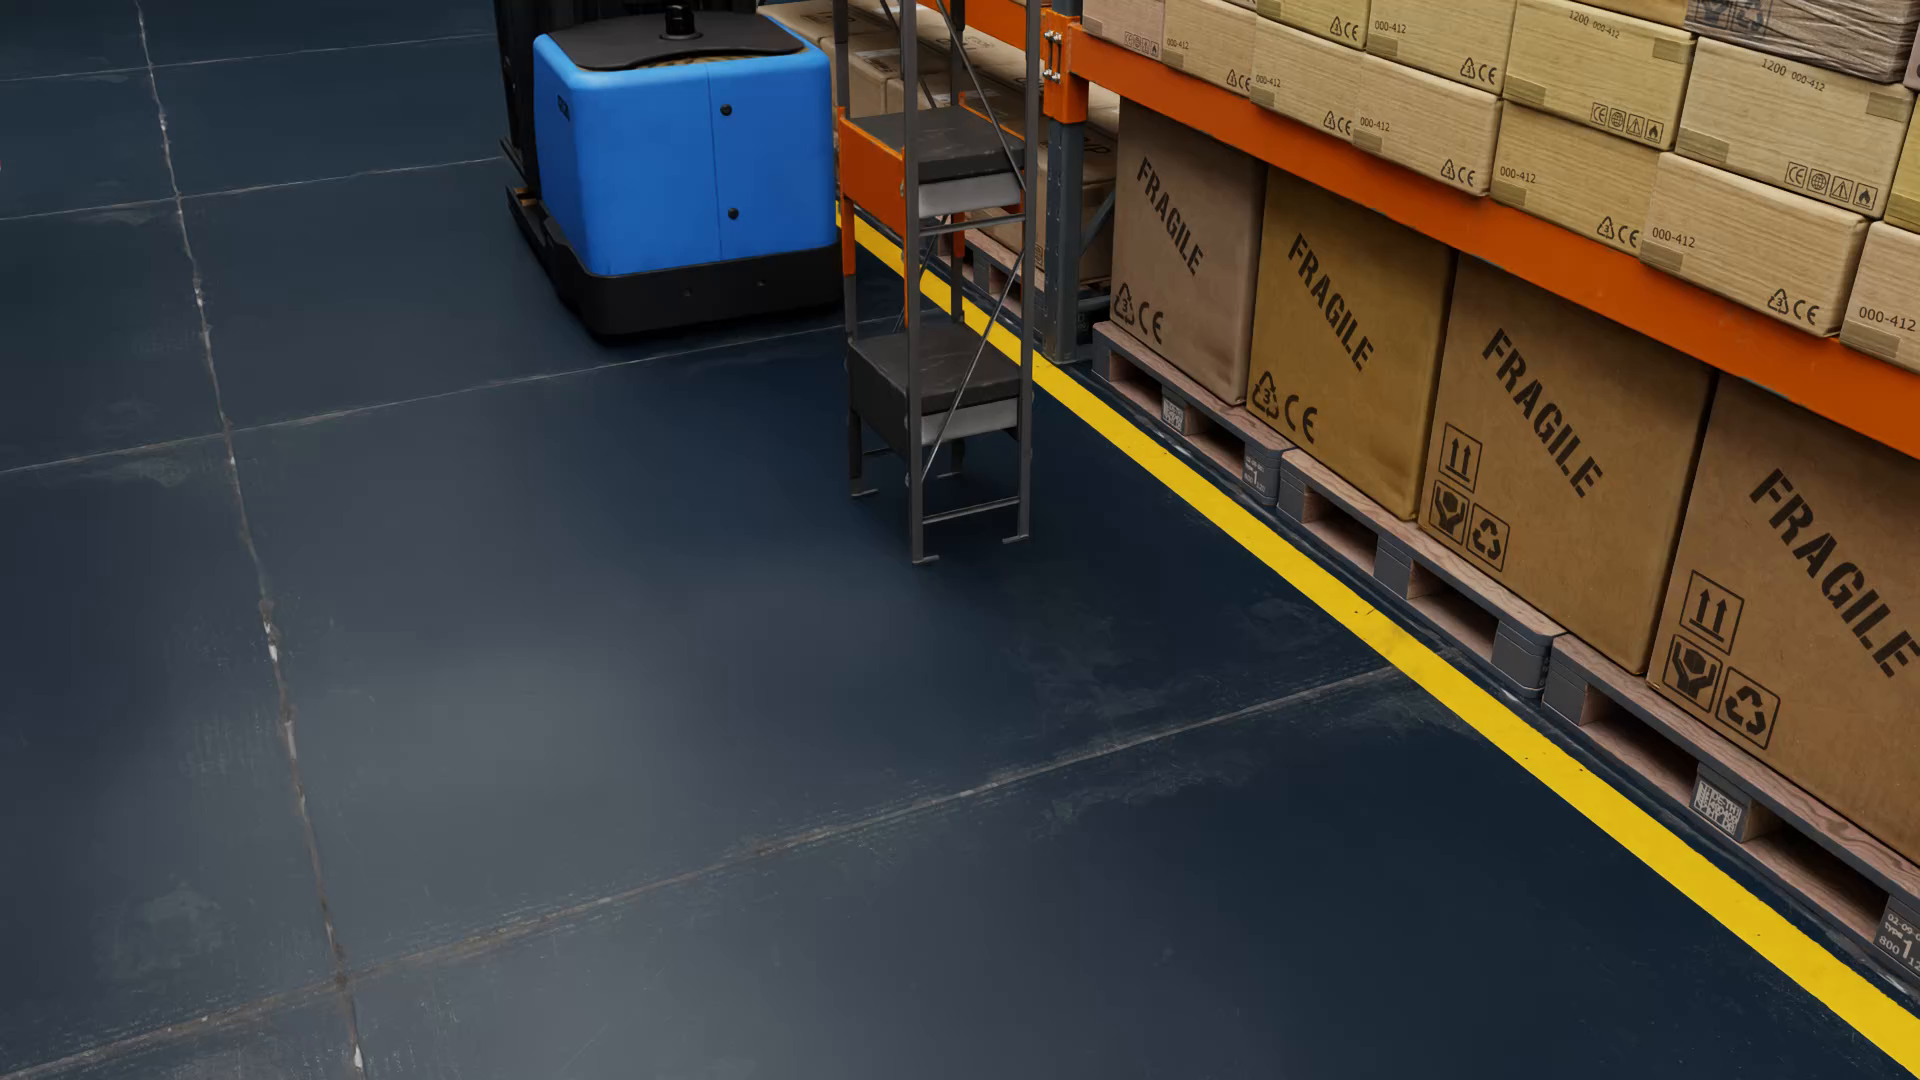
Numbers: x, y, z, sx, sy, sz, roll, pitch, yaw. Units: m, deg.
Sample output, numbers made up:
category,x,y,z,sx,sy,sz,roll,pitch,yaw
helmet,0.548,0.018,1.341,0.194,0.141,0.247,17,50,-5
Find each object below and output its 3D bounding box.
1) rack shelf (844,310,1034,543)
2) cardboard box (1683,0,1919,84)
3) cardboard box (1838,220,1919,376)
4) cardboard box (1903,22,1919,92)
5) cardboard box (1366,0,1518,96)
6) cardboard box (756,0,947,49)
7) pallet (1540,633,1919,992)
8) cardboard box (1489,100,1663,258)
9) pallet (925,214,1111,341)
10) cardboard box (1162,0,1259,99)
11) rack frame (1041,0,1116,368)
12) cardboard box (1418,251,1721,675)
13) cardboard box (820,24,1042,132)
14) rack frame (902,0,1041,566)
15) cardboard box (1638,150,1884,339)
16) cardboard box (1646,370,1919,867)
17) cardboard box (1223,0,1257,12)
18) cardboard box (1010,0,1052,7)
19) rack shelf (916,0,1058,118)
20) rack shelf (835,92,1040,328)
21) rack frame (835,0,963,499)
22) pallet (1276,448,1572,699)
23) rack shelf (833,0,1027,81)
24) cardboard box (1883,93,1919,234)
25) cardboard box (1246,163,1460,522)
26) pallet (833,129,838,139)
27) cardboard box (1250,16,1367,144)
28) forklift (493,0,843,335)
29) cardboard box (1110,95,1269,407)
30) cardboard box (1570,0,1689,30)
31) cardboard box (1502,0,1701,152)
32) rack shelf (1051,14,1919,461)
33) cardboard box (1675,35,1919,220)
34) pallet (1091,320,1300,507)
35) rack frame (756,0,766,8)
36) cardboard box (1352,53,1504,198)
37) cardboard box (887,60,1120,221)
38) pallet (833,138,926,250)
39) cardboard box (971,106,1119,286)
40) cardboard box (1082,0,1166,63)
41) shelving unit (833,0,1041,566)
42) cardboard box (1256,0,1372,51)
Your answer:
category,x,y,z,sx,sy,sz,roll,pitch,yaw
rack shelf,-0.071,-0.367,5.216,0.431,0.518,0.480,-13,32,-22
cardboard box,1.830,-1.219,3.232,0.500,0.500,0.500,-13,32,-21
cardboard box,2.065,-0.444,3.129,0.500,0.250,0.500,-14,32,-24
cardboard box,2.058,-0.994,2.831,0.500,0.500,0.500,-14,32,-23
cardboard box,1.394,-1.331,4.199,0.500,0.250,0.500,-14,32,-23
cardboard box,-0.545,-2.670,9.134,0.875,0.438,0.875,-14,32,-24
pallet,2.246,0.512,4.122,1.003,0.211,1.213,-13,32,-22
cardboard box,1.629,-0.892,3.928,0.500,0.250,0.500,-13,32,-22
pallet,0.543,-1.244,7.252,1.003,0.211,1.213,-13,32,-22
cardboard box,0.973,-1.564,5.126,0.500,0.250,0.500,-14,32,-23
rack frame,0.799,-2.108,5.942,1.000,3.000,0.127,-13,32,-22
cardboard box,1.916,-0.315,4.487,0.875,0.875,0.875,-13,32,-21
cardboard box,-0.144,-2.267,8.416,0.875,0.438,0.875,-12,32,-21
rack frame,0.034,-0.881,4.675,0.400,2.100,0.015,-13,32,-22
cardboard box,1.831,-0.667,3.525,0.500,0.250,0.500,-13,32,-21
cardboard box,2.295,0.080,3.783,0.875,0.875,0.875,-13,32,-22
cardboard box,0.982,-1.782,5.004,0.500,0.250,0.500,-13,32,-21
cardboard box,0.369,-2.302,6.187,0.500,0.500,0.500,-13,32,-22
rack shelf,-0.060,-2.677,7.693,1.077,0.370,4.000,-13,32,-22
rack shelf,-0.071,-0.977,4.874,0.431,0.518,0.480,-13,32,-22
rack frame,-0.176,-1.097,5.059,0.400,2.100,0.015,-13,32,-22
pallet,1.726,-0.027,5.082,1.003,0.211,1.213,-13,32,-22
rack shelf,-0.071,-1.588,4.531,0.431,0.518,0.480,-13,32,-22
cardboard box,2.079,-0.654,2.992,0.500,0.250,0.500,-13,32,-22
cardboard box,1.532,-0.710,5.192,0.875,0.875,0.875,-12,31,-21
pallet,-0.504,-2.321,9.174,1.003,0.211,1.213,-13,32,-22
cardboard box,1.179,-1.334,4.716,0.500,0.250,0.500,-13,32,-22
forklift,-1.523,-2.788,7.226,1.130,2.935,3.031,-12,31,-20
cardboard box,1.137,-1.107,5.900,0.875,0.875,0.875,-12,31,-20
cardboard box,1.623,-1.440,3.626,0.500,0.500,0.500,-13,32,-22
cardboard box,1.617,-1.101,3.790,0.500,0.250,0.500,-14,32,-23
rack shelf,1.658,-0.910,4.542,1.077,0.370,4.000,-13,32,-22
cardboard box,1.855,-0.880,3.394,0.500,0.250,0.500,-14,32,-23
pallet,1.198,-0.566,6.044,1.003,0.211,1.213,-13,32,-22
rack frame,-0.918,-3.875,9.093,1.000,3.000,0.127,-13,32,-22
cardboard box,1.385,-1.112,4.319,0.500,0.250,0.500,-14,32,-23
cardboard box,0.242,-1.868,7.705,0.875,0.438,0.875,-14,32,-23
pallet,0.016,-1.783,8.215,1.003,0.211,1.213,-13,32,-22
cardboard box,0.626,-1.473,7.000,0.875,0.438,0.875,-14,32,-23
cardboard box,0.749,-1.792,5.533,0.500,0.250,0.500,-14,32,-23
shelving unit,-0.071,-0.989,4.867,0.431,2.100,0.503,-13,32,-22
cardboard box,1.175,-1.554,4.596,0.500,0.250,0.500,-13,32,-21
